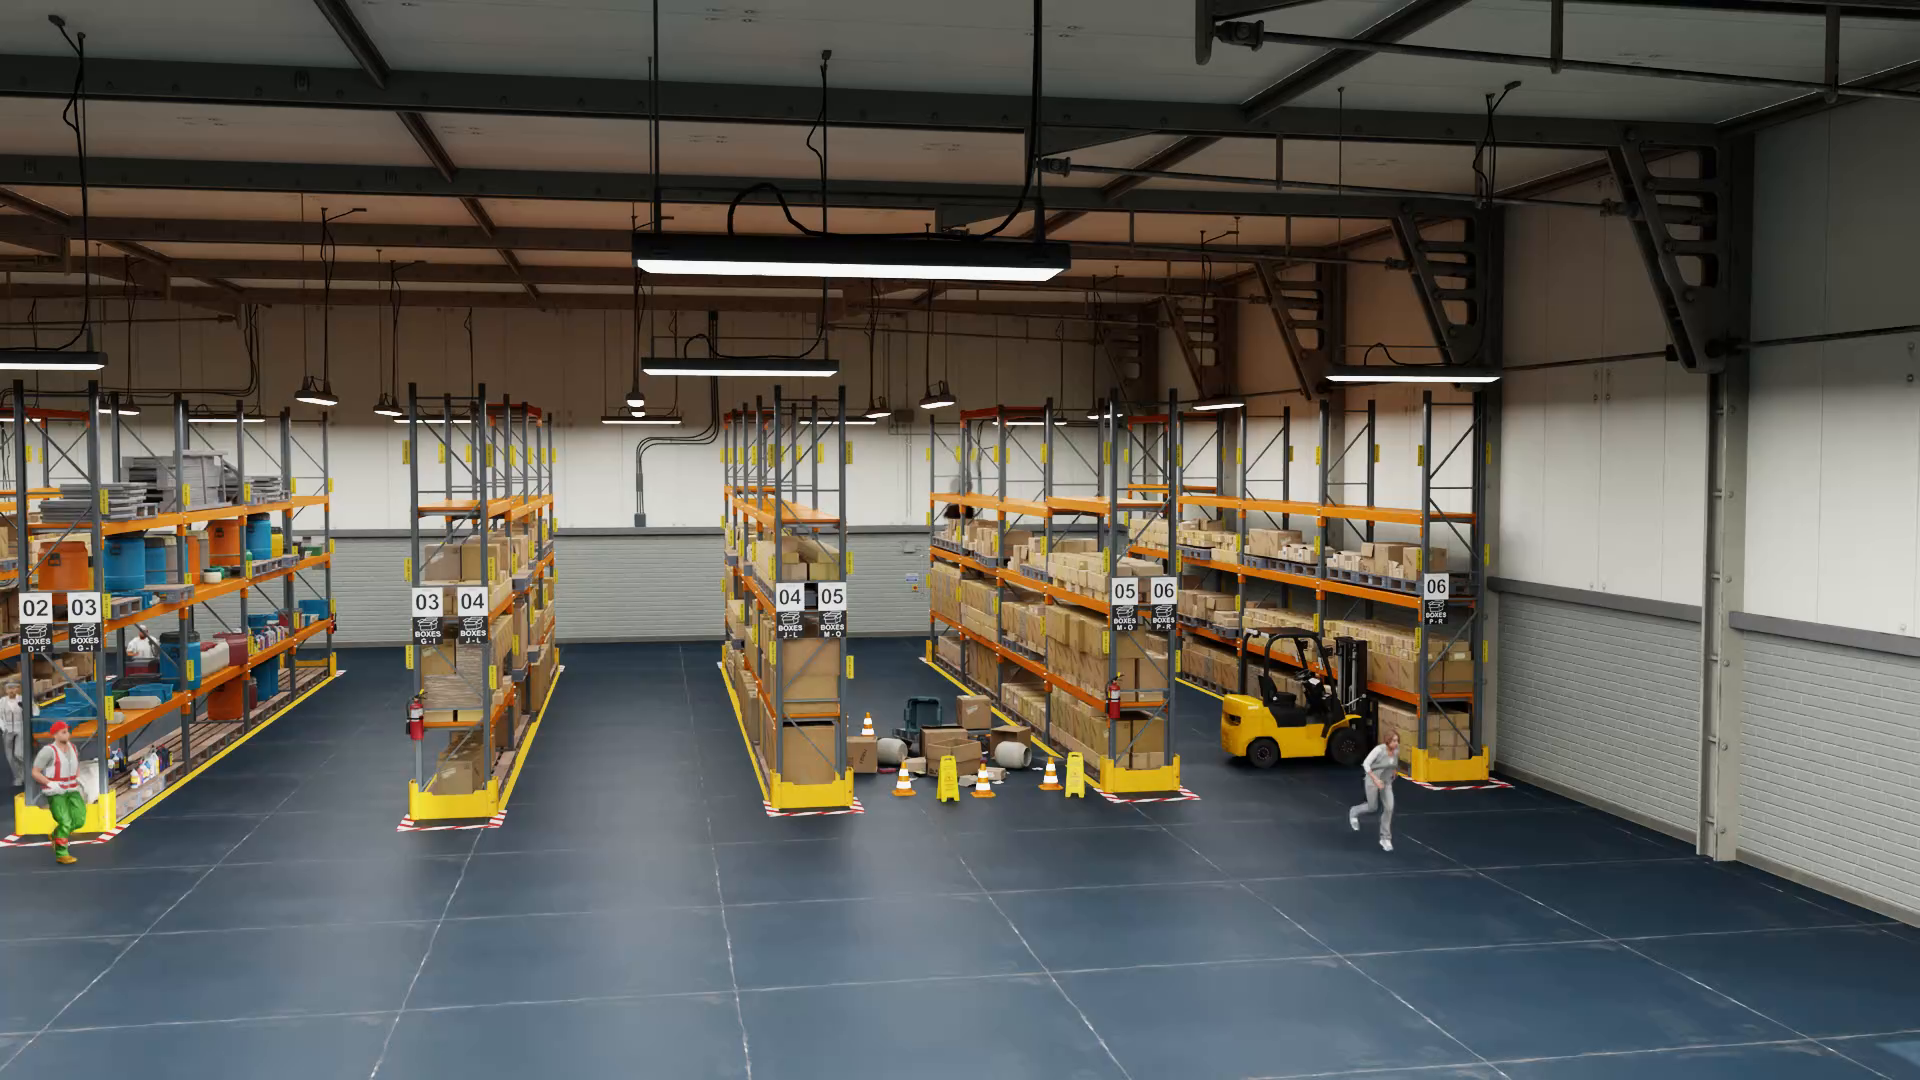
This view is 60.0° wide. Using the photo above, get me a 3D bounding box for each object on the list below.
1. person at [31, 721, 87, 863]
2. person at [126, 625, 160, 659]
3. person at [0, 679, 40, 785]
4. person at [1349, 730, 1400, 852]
[{"bbox_3d":[-11.059,3.090,20.406,0.596,1.748,0.657,1,3,21],"label":"person"},{"bbox_3d":[-16.019,2.494,32.635,0.598,1.669,0.933,-1,3,-19],"label":"person"},{"bbox_3d":[-14.261,2.902,25.107,0.592,1.646,0.631,-1,3,-17],"label":"person"},{"bbox_3d":[5.339,3.169,21.440,0.559,1.549,0.897,-2,3,-29],"label":"person"}]
